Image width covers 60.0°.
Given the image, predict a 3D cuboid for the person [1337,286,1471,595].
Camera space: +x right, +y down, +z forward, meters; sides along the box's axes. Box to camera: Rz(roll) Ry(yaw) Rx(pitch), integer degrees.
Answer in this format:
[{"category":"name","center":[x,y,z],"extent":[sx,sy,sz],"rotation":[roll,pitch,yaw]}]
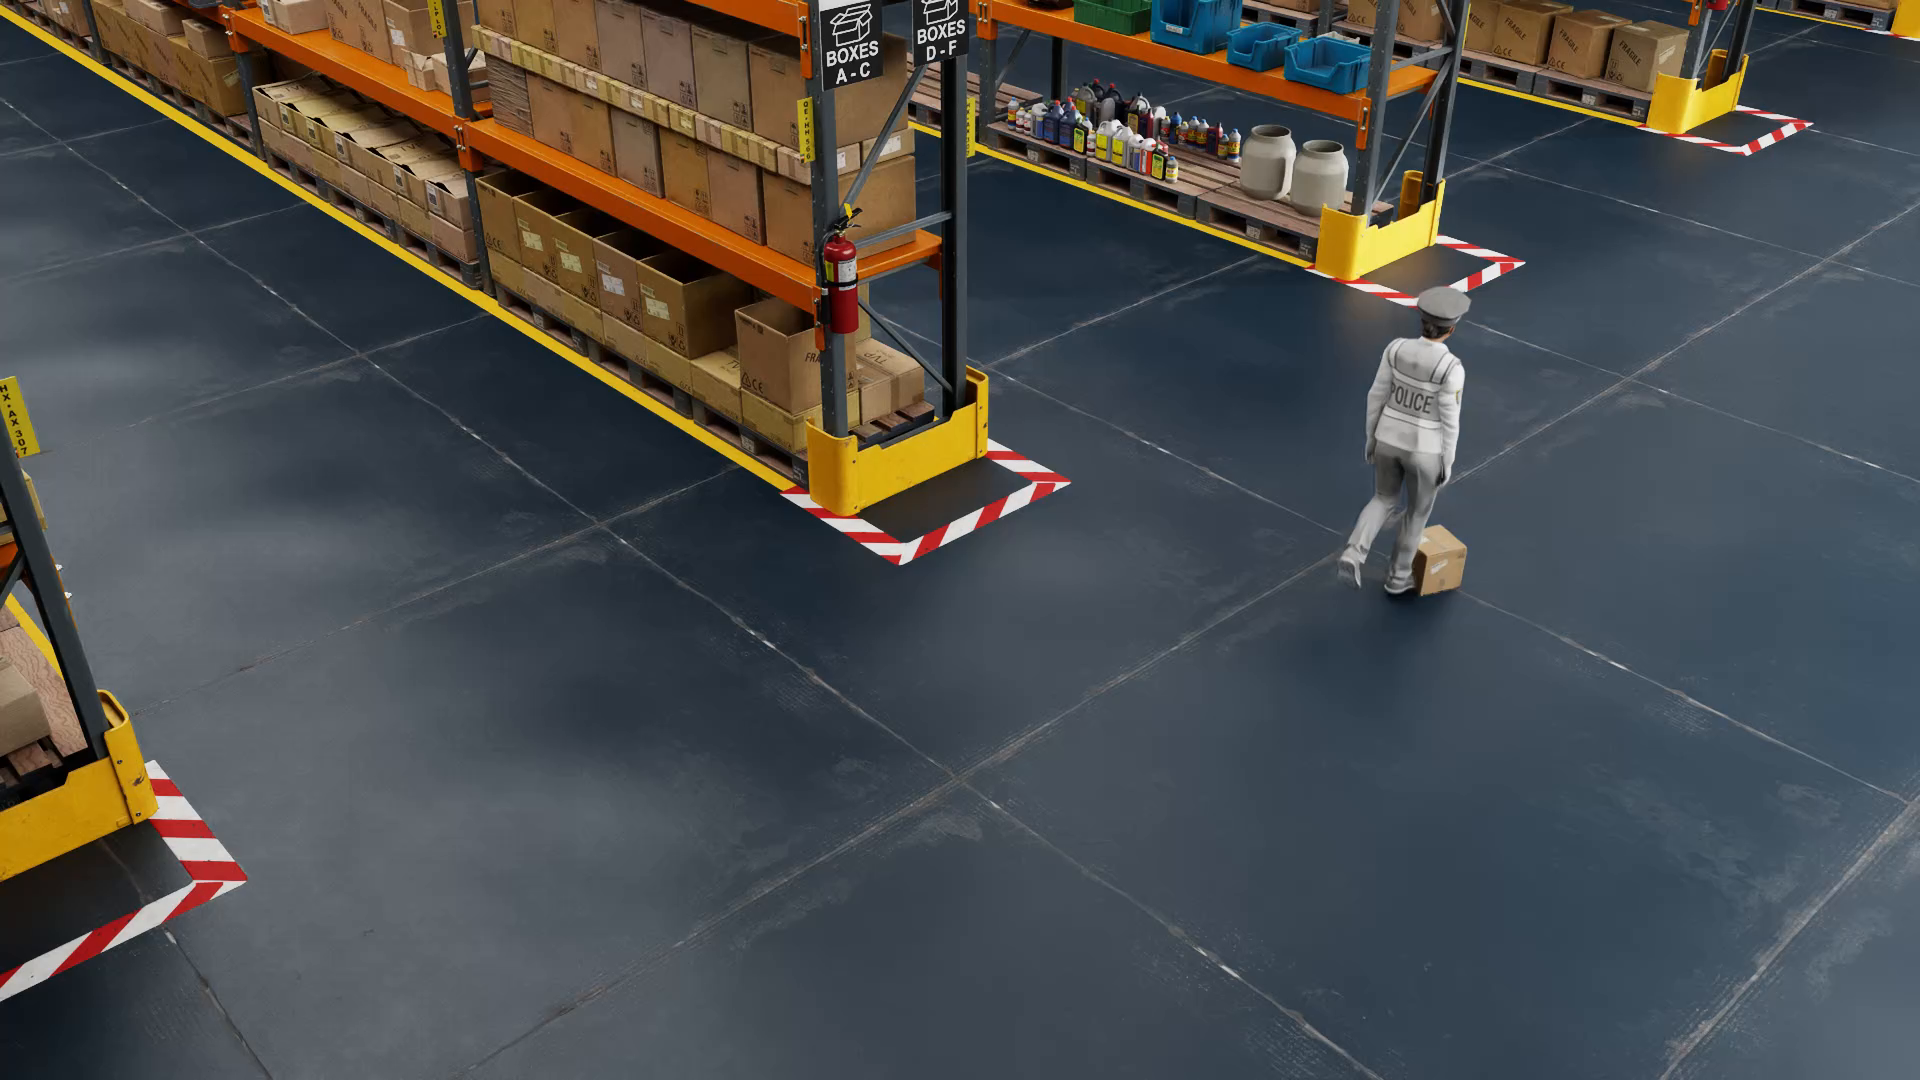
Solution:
[{"category":"person","center":[2.215,-0.439,8.361],"extent":[0.560,1.649,0.495],"rotation":[-28,41,-37]}]
